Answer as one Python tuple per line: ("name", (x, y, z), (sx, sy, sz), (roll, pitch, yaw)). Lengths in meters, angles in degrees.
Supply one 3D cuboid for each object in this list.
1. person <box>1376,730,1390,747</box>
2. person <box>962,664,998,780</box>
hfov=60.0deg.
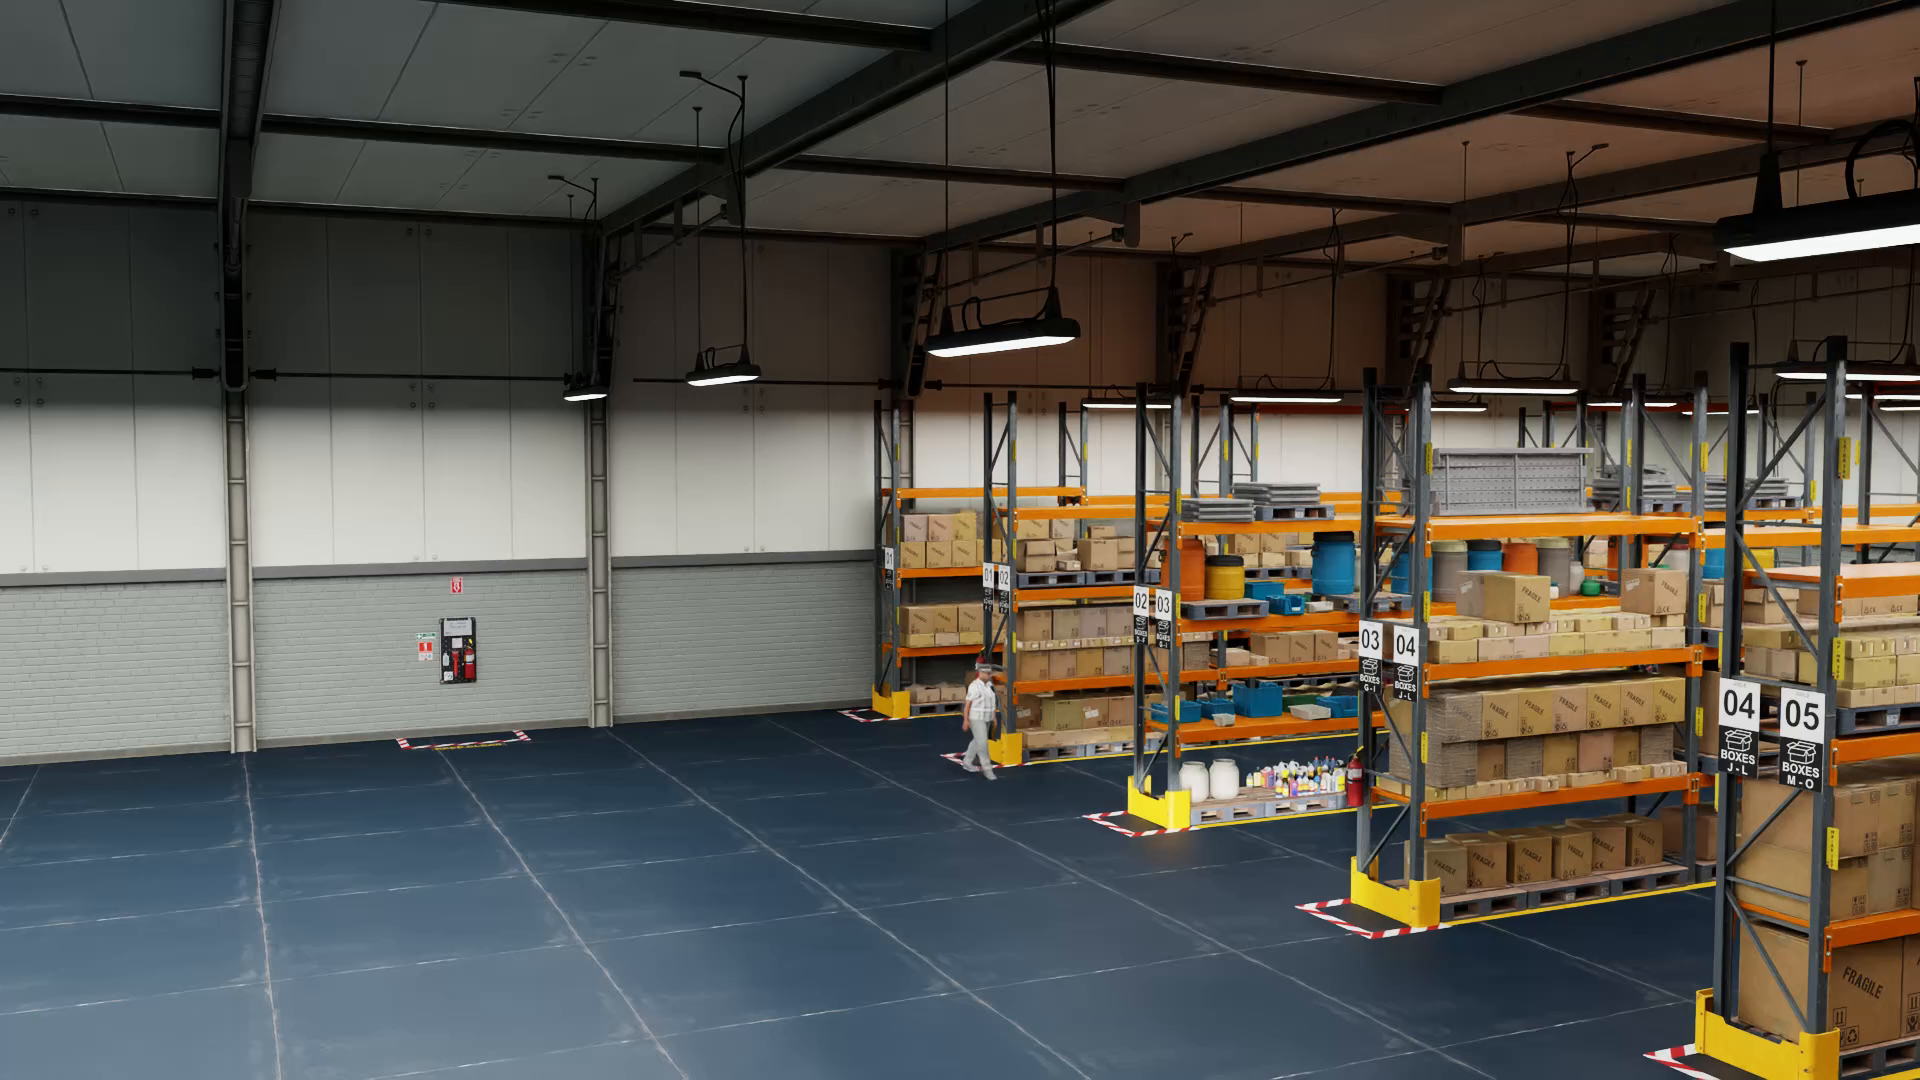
("person", (7.564, 2.634, 28.049), (1.070, 1.715, 0.527), (-2, 4, -29))
("person", (0.347, 2.789, 25.845), (0.854, 1.714, 0.625), (2, 4, 34))
